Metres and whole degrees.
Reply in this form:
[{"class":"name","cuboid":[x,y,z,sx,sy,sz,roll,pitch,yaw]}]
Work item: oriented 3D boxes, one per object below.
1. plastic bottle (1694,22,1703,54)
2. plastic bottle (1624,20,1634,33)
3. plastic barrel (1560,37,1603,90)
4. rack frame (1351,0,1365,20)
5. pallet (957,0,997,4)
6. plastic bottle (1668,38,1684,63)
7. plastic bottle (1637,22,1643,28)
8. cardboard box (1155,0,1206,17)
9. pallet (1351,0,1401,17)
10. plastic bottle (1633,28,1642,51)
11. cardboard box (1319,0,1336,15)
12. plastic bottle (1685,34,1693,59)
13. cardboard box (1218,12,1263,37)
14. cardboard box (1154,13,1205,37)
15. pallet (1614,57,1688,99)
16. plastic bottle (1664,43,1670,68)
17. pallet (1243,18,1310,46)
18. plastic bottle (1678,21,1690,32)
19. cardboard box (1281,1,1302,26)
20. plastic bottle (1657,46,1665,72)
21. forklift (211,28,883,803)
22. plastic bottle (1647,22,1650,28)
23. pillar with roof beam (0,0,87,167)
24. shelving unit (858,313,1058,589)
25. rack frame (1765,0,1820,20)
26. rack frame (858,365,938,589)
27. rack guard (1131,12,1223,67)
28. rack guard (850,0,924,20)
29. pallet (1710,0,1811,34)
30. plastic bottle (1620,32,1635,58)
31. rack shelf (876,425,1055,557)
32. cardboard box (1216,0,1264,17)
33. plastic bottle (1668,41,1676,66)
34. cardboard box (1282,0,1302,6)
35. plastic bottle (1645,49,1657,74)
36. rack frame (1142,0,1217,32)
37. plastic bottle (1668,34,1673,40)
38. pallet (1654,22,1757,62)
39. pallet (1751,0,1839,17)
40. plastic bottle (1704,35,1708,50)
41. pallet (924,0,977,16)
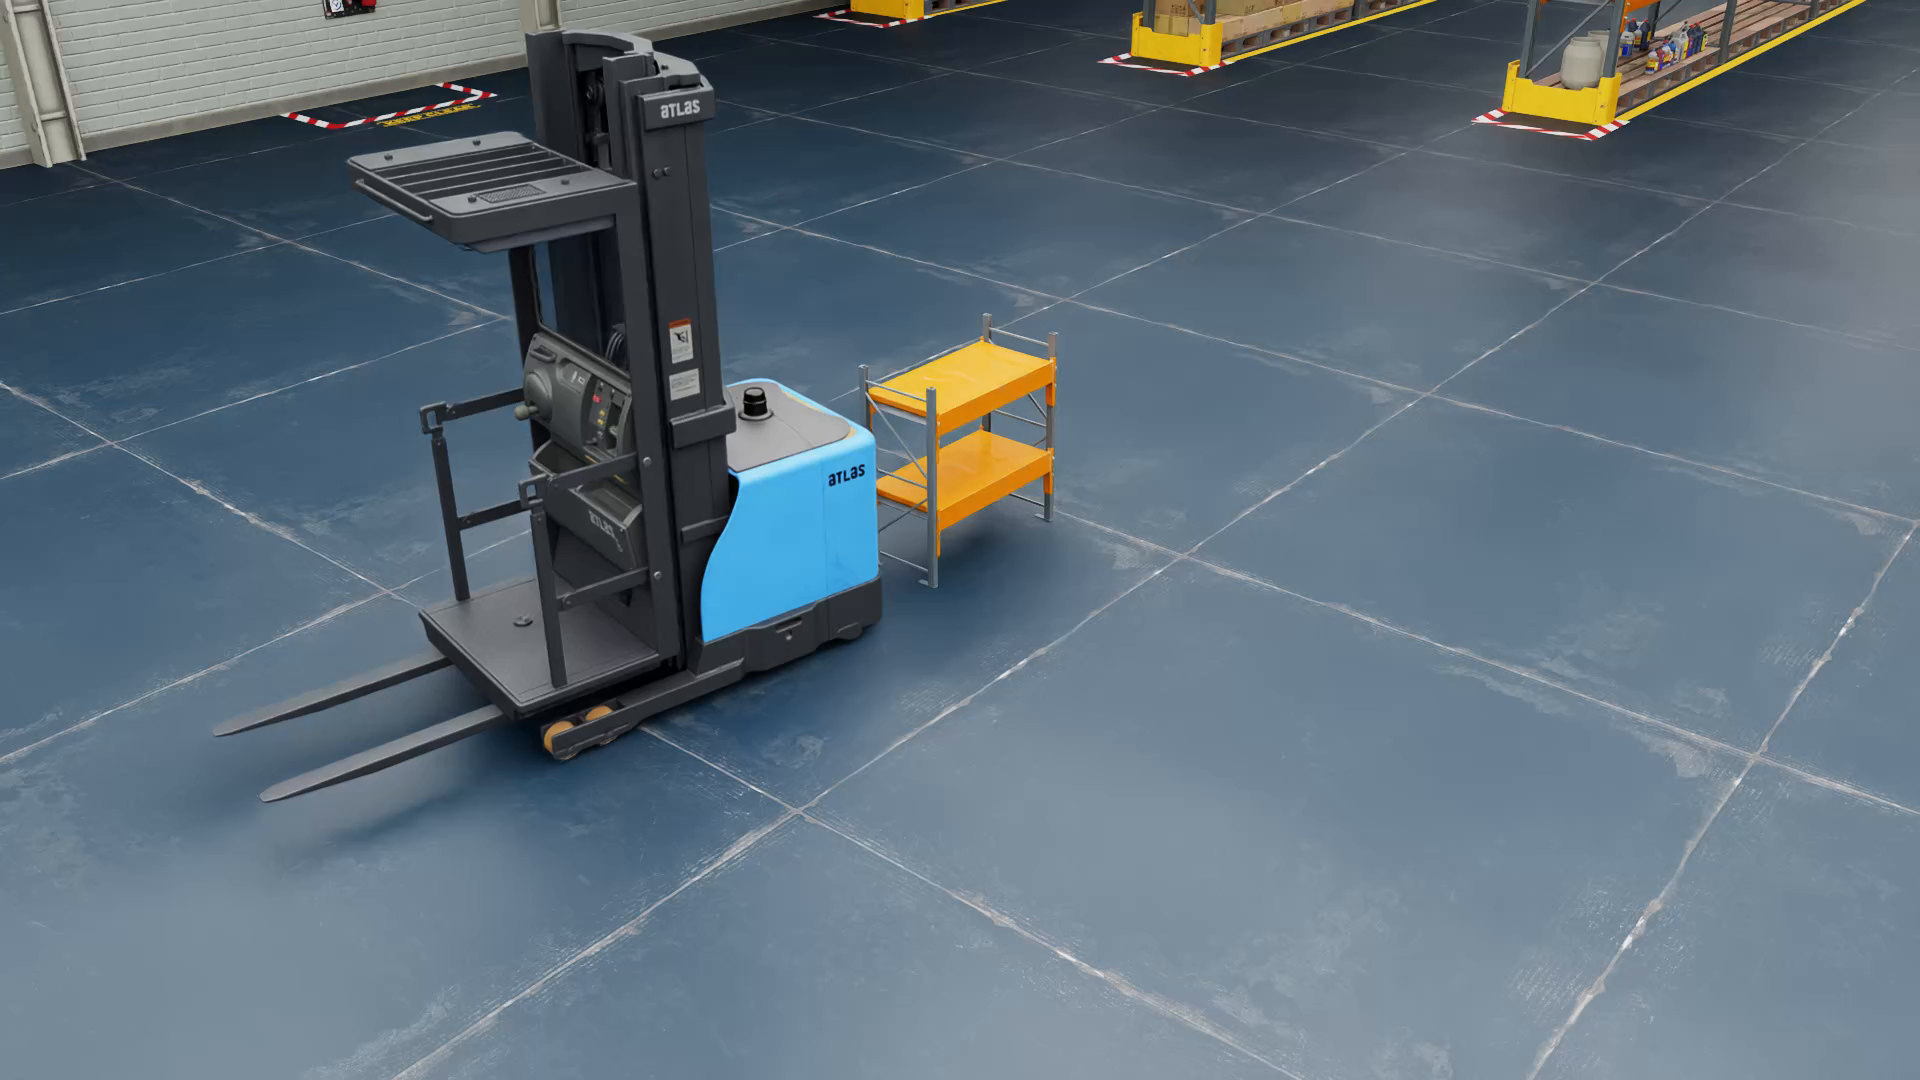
[{"class":"plastic bottle","cuboid":[8.906,-6.085,20.151,0.144,0.351,0.185,20,33,33]},{"class":"plastic bottle","cuboid":[8.139,-6.165,20.307,0.144,0.351,0.185,19,33,32]},{"class":"plastic barrel","cuboid":[6.908,-5.297,18.476,0.421,0.512,0.421,0,27,0]},{"class":"rack frame","cuboid":[5.273,-8.827,23.049,1.000,3.000,0.127,21,34,34]},{"class":"pallet","cuboid":[0.273,-8.352,25.166,1.003,0.211,1.213,21,34,34]},{"class":"plastic bottle","cuboid":[8.472,-5.812,19.707,0.152,0.276,0.135,21,34,35]},{"class":"plastic bottle","cuboid":[8.368,-6.256,20.565,0.152,0.276,0.135,22,35,36]},{"class":"cardboard box","cuboid":[2.840,-6.985,21.206,0.500,0.500,0.500,21,34,34]},{"class":"pallet","cuboid":[5.712,-7.861,24.217,1.003,0.211,1.213,21,34,34]},{"class":"plastic bottle","cuboid":[8.260,-6.110,20.287,0.097,0.271,0.097,0,27,0]},{"class":"cardboard box","cuboid":[4.821,-7.390,22.806,0.500,0.250,0.500,21,34,34]},{"class":"plastic bottle","cuboid":[8.712,-5.917,19.900,0.061,0.283,0.133,23,35,38]},{"class":"cardboard box","cuboid":[3.557,-6.678,21.429,0.500,0.250,0.500,21,34,34]},{"class":"cardboard box","cuboid":[2.842,-6.651,21.377,0.500,0.250,0.500,21,34,34]},{"class":"pallet","cuboid":[7.858,-5.479,19.612,1.003,0.211,1.213,21,34,34]},{"class":"plastic bottle","cuboid":[8.224,-5.652,19.402,0.097,0.271,0.097,0,27,0]},{"class":"pallet","cuboid":[3.959,-6.885,22.328,1.003,0.211,1.213,21,34,34]},{"class":"plastic bottle","cuboid":[8.795,-6.127,20.233,0.144,0.351,0.185,21,34,34]},{"class":"cardboard box","cuboid":[4.197,-7.031,22.112,0.500,0.250,0.500,21,34,34]},{"class":"plastic bottle","cuboid":[8.101,-5.576,19.241,0.061,0.283,0.133,21,34,35]},{"class":"forklift","cuboid":[-1.851,-0.602,7.224,3.031,2.935,1.130,-21,34,-34]},{"class":"plastic bottle","cuboid":[8.450,-6.229,20.503,0.061,0.283,0.133,21,34,34]},{"class":"pillar with roof beam","cuboid":[-5.629,-6.508,12.037,9.100,9.000,0.400,21,34,34]},{"class":"shelving unit","cuboid":[0.004,-0.502,8.996,0.538,1.125,1.048,21,34,34]},{"class":"rack frame","cuboid":[11.637,-8.797,22.989,1.000,3.000,0.127,21,34,34]},{"class":"rack frame","cuboid":[-0.319,-0.322,8.648,0.500,1.125,0.032,21,34,34]},{"class":"rack guard","cuboid":[2.714,-6.290,20.865,1.175,0.500,0.348,21,34,34]},{"class":"rack guard","cuboid":[-1.048,-7.772,23.730,1.175,0.500,0.348,21,34,34]},{"class":"pallet","cuboid":[11.115,-7.295,23.121,1.003,0.211,1.213,21,34,34]},{"class":"plastic bottle","cuboid":[7.999,-5.947,19.967,0.152,0.276,0.135,21,34,34]},{"class":"rack shelf","cuboid":[0.004,-0.285,9.109,0.538,0.278,1.000,21,34,34]},{"class":"cardboard box","cuboid":[3.558,-7.010,21.256,0.500,0.500,0.500,21,34,34]},{"class":"plastic bottle","cuboid":[8.353,-5.724,19.541,0.097,0.271,0.097,0,27,0]},{"class":"cardboard box","cuboid":[4.198,-7.364,21.939,0.500,0.500,0.500,21,34,34]},{"class":"plastic bottle","cuboid":[7.942,-5.495,19.099,0.097,0.271,0.097,0,27,0]},{"class":"rack frame","cuboid":[2.729,-7.409,20.307,1.000,3.000,0.127,21,34,34]},{"class":"plastic bottle","cuboid":[8.483,-5.893,19.854,0.061,0.283,0.133,21,34,34]},{"class":"pallet","cuboid":[9.563,-6.430,21.449,1.003,0.211,1.213,21,34,34]},{"class":"pallet","cuboid":[12.107,-7.850,24.194,1.003,0.211,1.213,21,34,34]},{"class":"plastic bottle","cuboid":[9.103,-6.111,20.365,0.097,0.201,0.097,0,27,0]},{"class":"pallet","cuboid":[-0.504,-7.922,24.333,1.003,0.211,1.213,21,34,34]}]
